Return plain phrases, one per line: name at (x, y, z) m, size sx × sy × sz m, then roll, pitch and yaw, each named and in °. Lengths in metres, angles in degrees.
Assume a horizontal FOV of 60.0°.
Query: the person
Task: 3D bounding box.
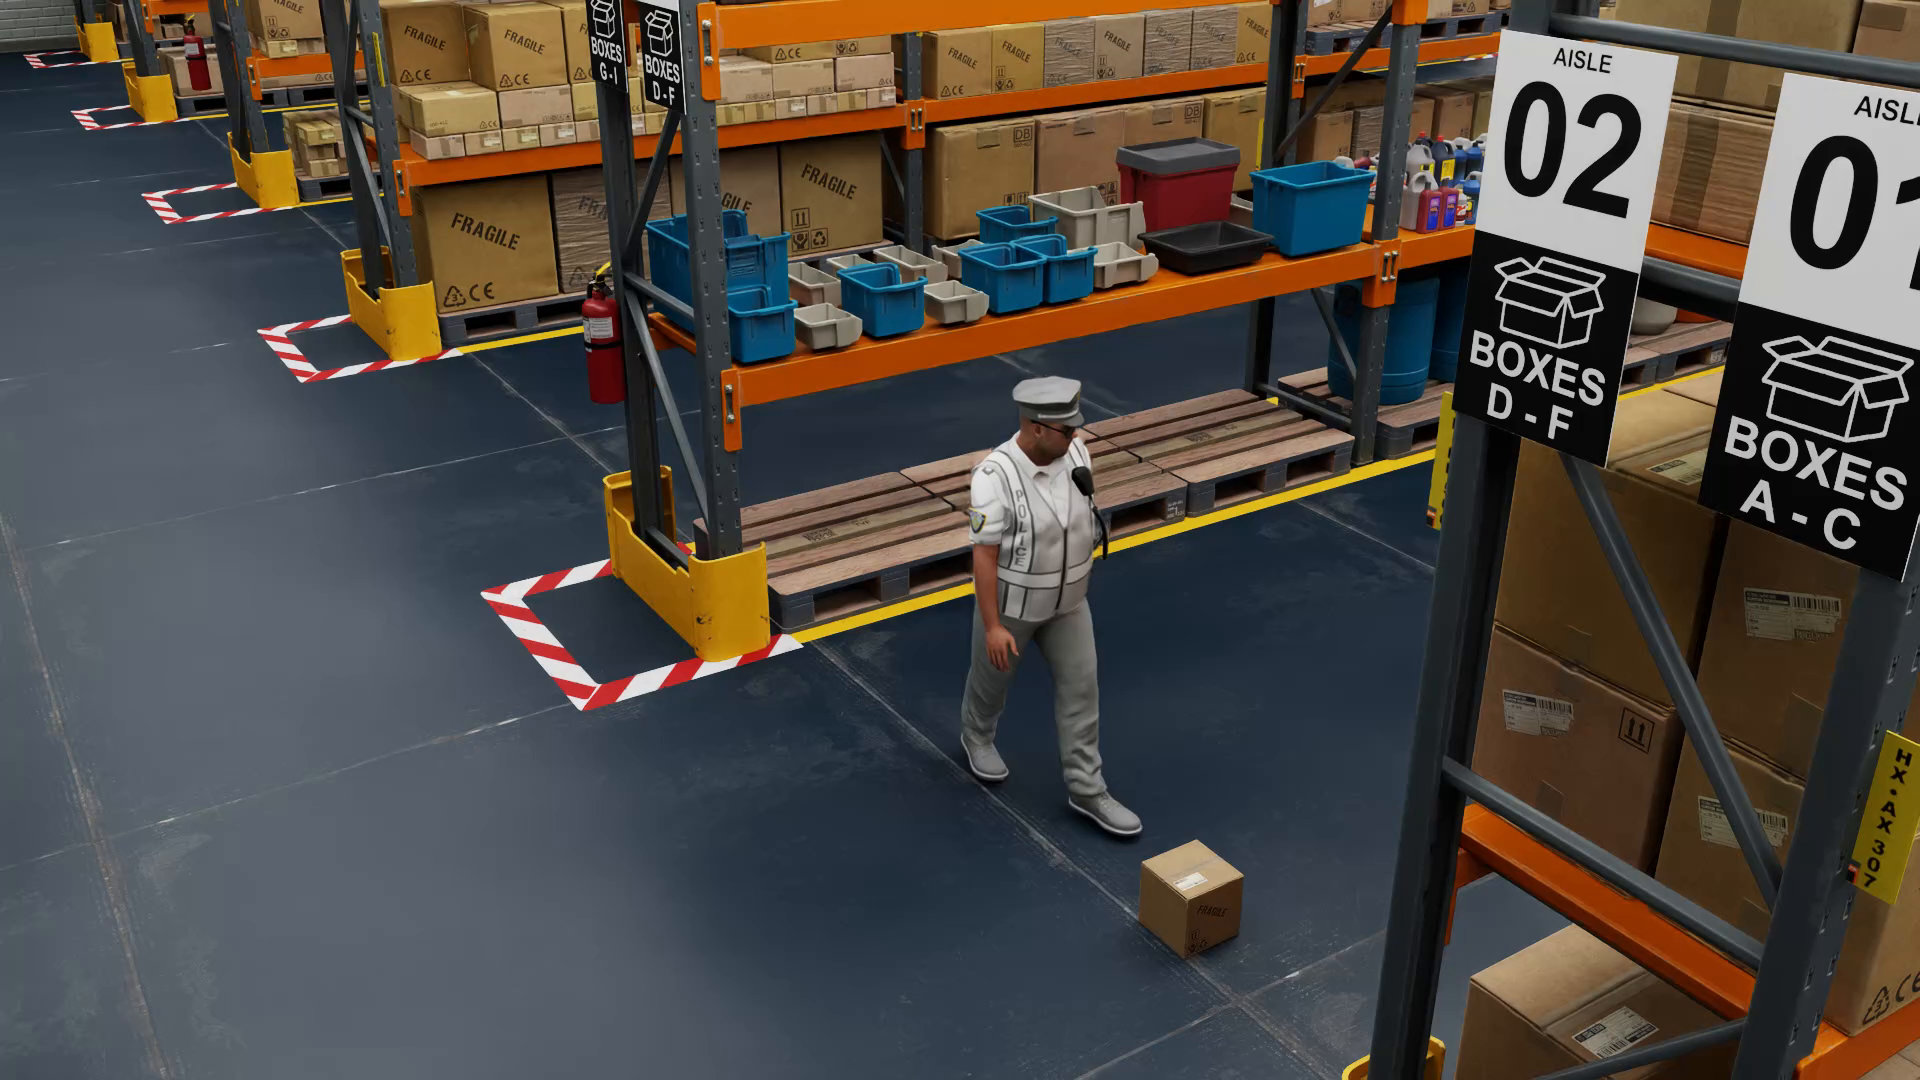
person at (0.280, 0.217, 6.110) m, size 0.549 × 1.711 × 0.879 m, roll -13°, pitch 28°, yaw -26°
